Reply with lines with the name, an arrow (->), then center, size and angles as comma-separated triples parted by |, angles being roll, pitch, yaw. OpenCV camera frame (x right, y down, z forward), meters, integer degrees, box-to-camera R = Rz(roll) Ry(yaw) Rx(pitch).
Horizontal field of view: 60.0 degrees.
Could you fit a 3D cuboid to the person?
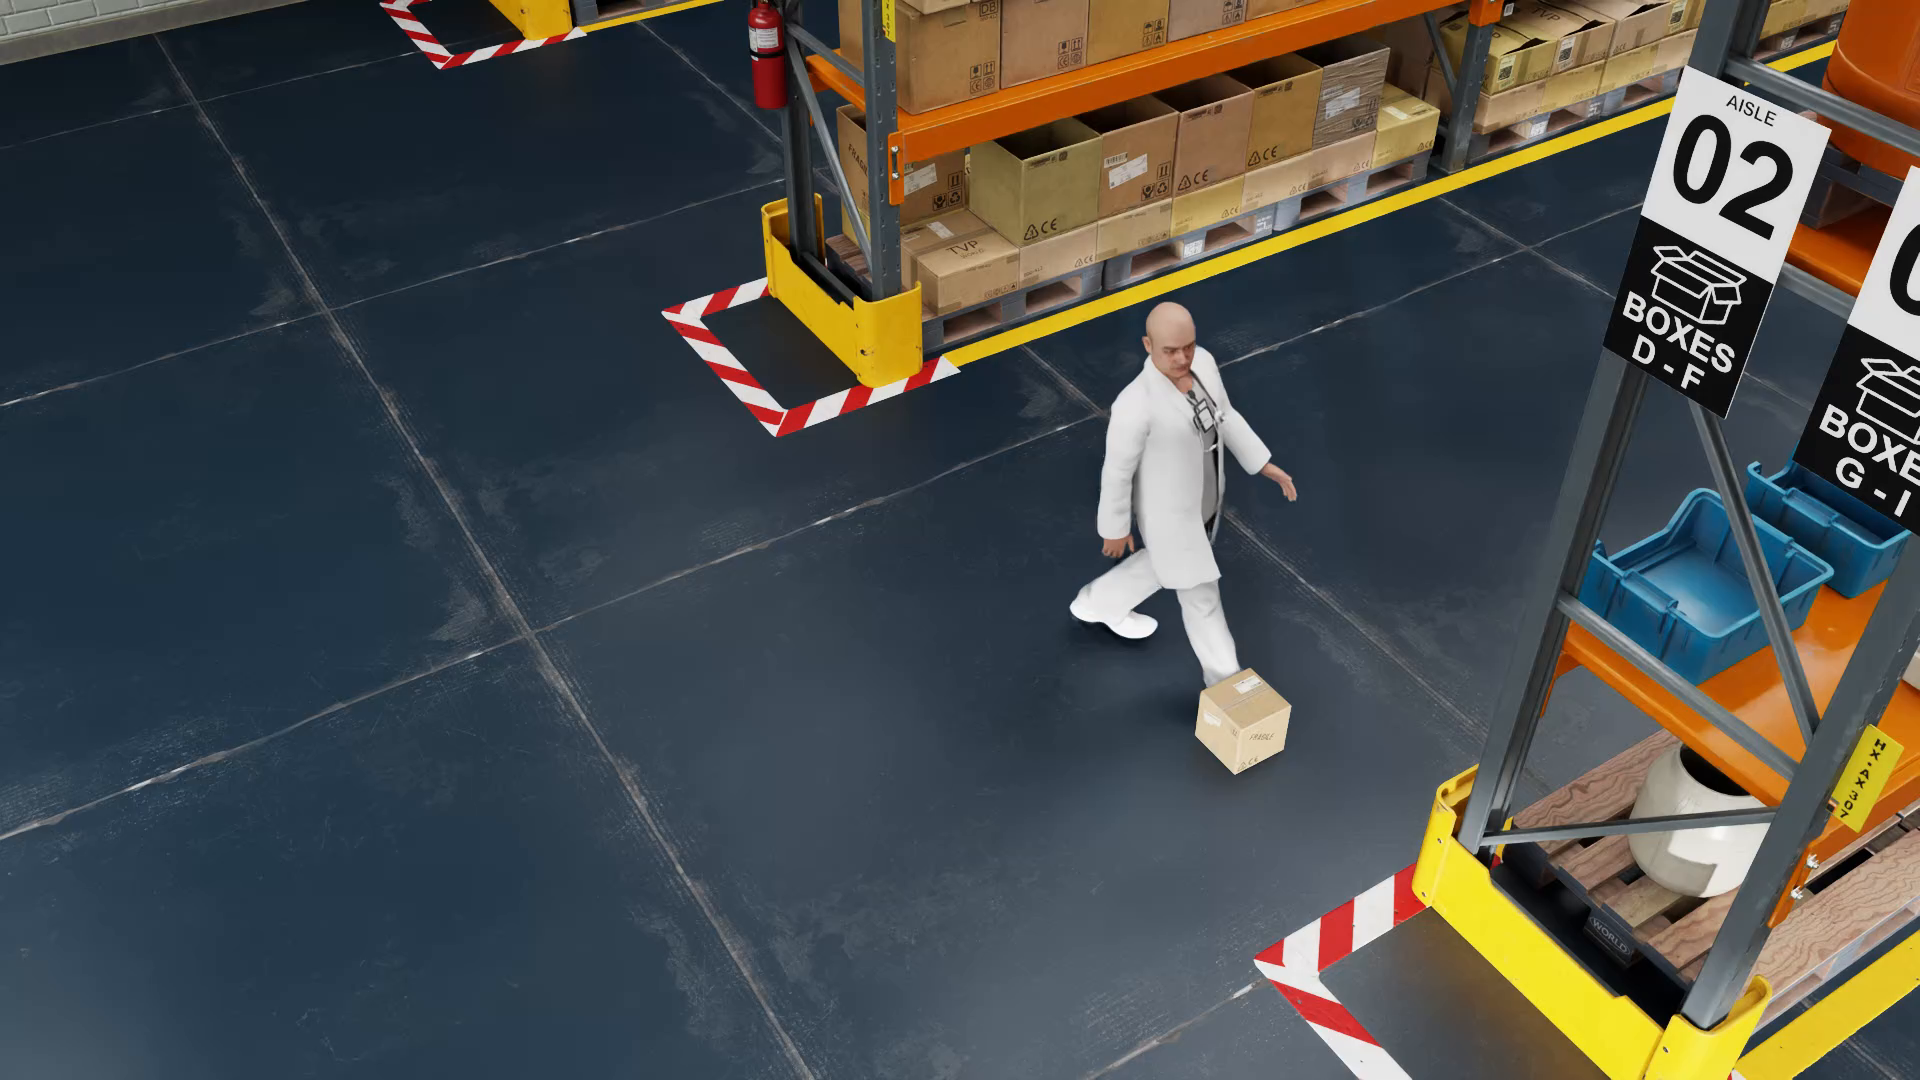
person -> 0.896, -0.118, 6.329 | 1.036, 1.729, 0.649 | 25, 46, 27
